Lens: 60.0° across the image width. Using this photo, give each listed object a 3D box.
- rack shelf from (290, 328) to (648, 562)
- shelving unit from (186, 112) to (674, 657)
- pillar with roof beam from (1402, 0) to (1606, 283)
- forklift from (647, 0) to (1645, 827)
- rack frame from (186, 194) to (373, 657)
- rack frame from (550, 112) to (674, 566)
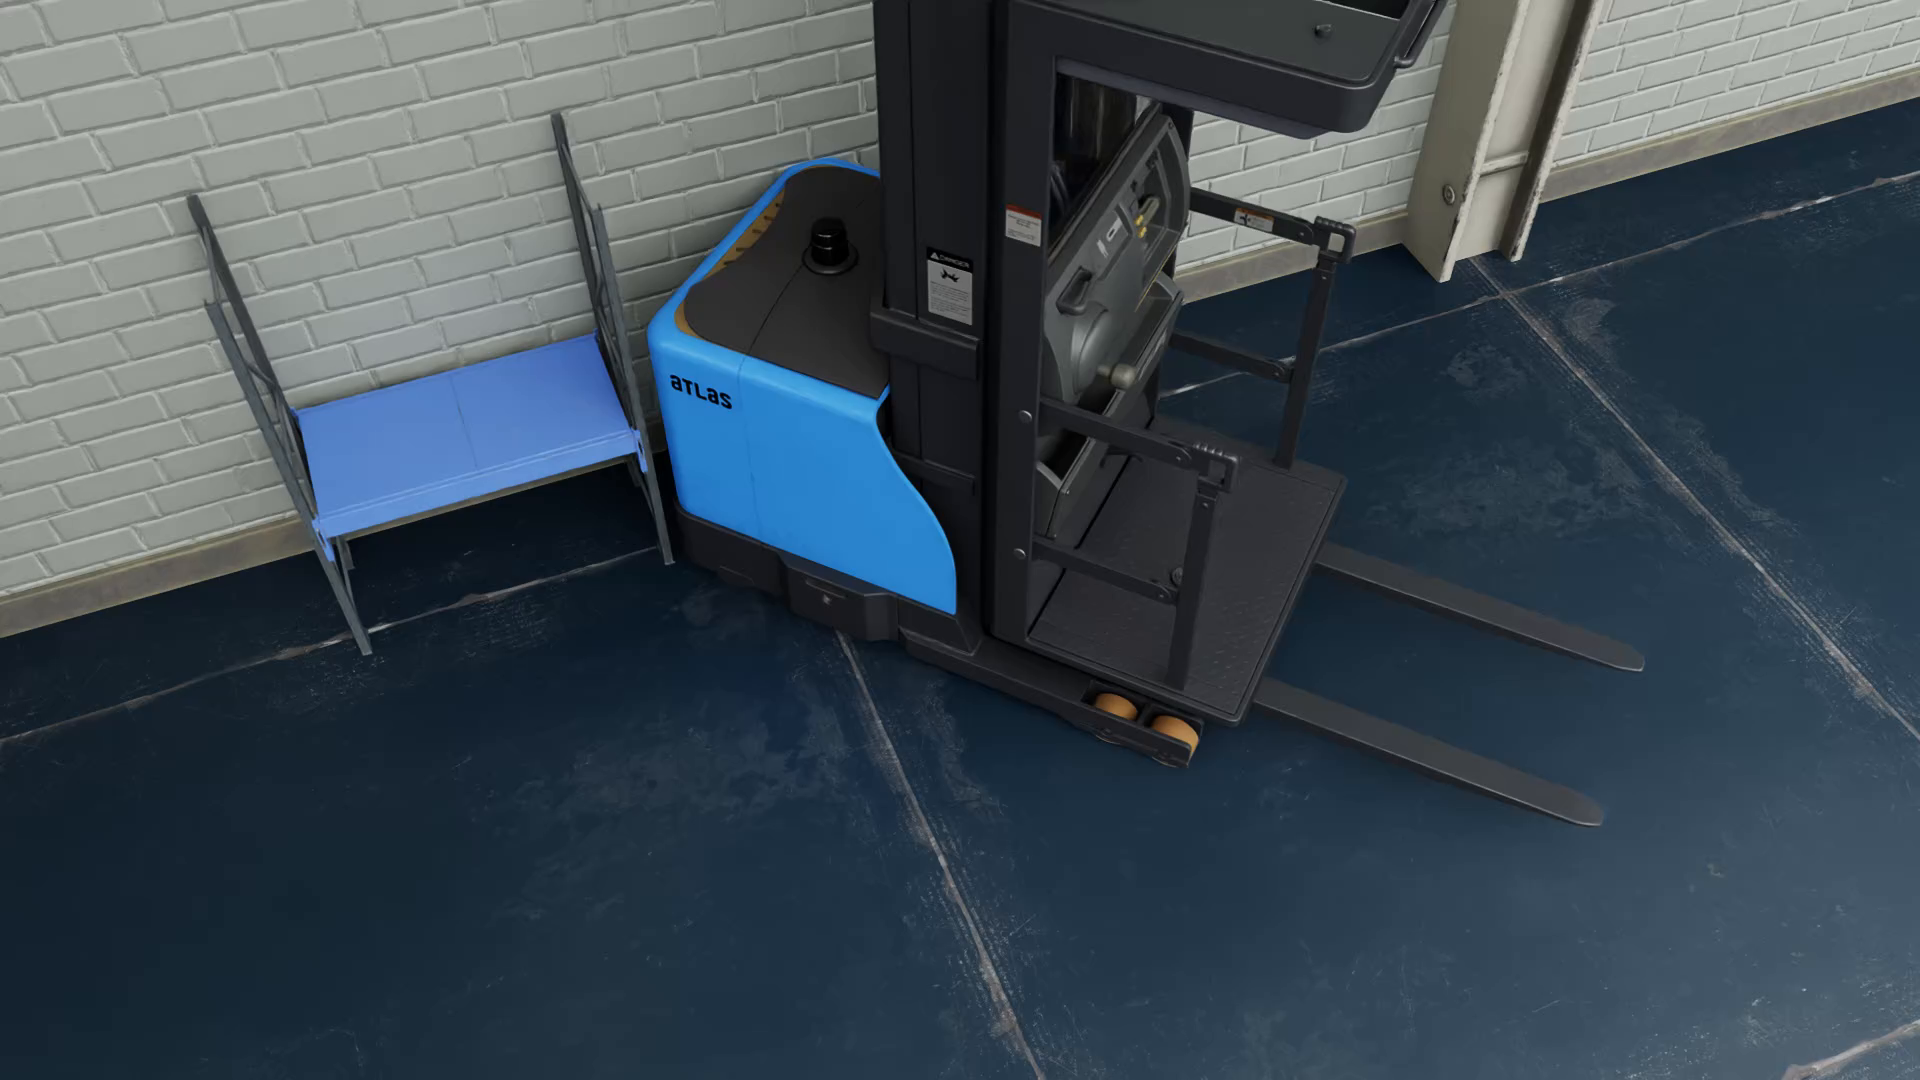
[{"bbox_3d":[-1.556,-0.317,5.270,1.000,0.185,0.538,-17,52,-14],"label":"rack shelf"},{"bbox_3d":[-1.556,-0.434,5.134,1.048,1.500,0.538,-17,52,-14],"label":"shelving unit"},{"bbox_3d":[3.662,-1.098,0.762,0.400,9.000,9.100,-17,52,-14],"label":"pillar with roof beam"},{"bbox_3d":[0.614,-0.719,4.435,3.031,2.935,1.130,20,52,16],"label":"forklift"},{"bbox_3d":[-2.026,-0.288,5.009,0.032,1.500,0.500,-17,52,-14],"label":"rack frame"},{"bbox_3d":[-1.085,-0.580,5.259,0.032,1.500,0.500,-17,52,-14],"label":"rack frame"}]
